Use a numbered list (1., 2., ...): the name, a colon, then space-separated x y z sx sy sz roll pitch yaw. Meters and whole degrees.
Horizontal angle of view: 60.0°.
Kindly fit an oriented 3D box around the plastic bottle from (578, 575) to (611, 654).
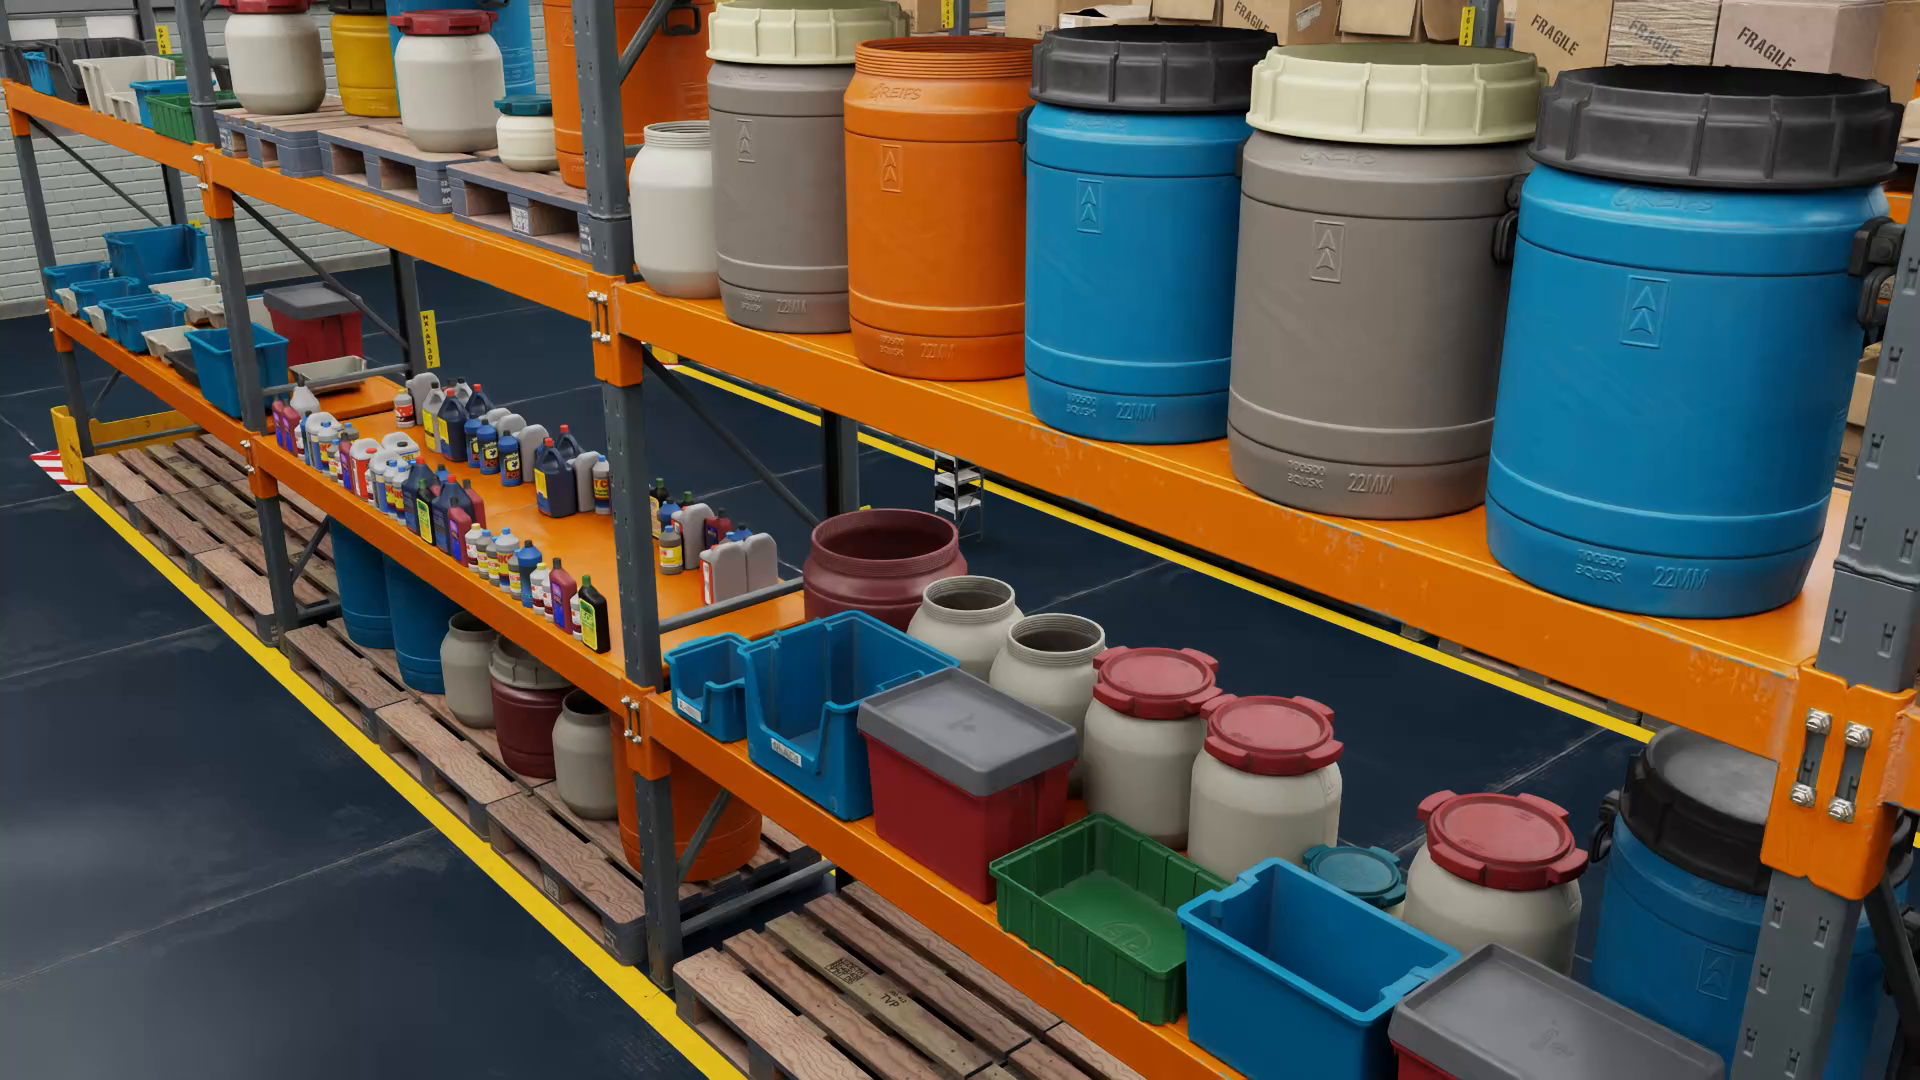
1. plastic bottle: -1.392 0.279 6.318 0.061 0.283 0.133 -17 27 -37

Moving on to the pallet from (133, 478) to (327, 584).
1. pallet: -4.725 -0.103 10.957 1.003 0.211 1.213 -17 27 -37

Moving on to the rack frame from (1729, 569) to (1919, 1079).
1. rack frame: 1.807 1.340 3.449 1.000 3.000 0.127 -17 27 -37

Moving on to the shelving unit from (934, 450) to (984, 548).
1. shelving unit: -0.005 -0.421 10.826 0.258 0.900 0.210 -17 27 -37

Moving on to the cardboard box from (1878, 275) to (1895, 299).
1. cardboard box: 6.860 -1.955 11.726 0.500 0.500 0.500 -17 27 -37

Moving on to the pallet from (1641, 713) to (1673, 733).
1. pallet: 4.249 0.907 8.378 1.003 0.211 1.213 -17 27 -37

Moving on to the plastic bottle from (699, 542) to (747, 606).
1. plastic bottle: -0.957 0.132 6.703 0.152 0.276 0.135 -17 27 -37

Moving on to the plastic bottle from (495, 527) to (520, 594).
1. plastic bottle: -1.858 0.077 6.850 0.097 0.271 0.097 0 21 0

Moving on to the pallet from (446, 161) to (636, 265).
1. pallet: -1.229 -1.308 6.357 1.003 0.211 1.213 -17 27 -37

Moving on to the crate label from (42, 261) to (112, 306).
1. crate label: -6.115 -1.779 11.560 0.416 0.233 0.303 -17 27 -37

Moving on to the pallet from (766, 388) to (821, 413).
1. pallet: -0.901 -1.317 14.056 1.003 0.211 1.213 -17 27 -37

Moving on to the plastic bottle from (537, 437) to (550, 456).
1. plastic bottle: -1.969 -0.360 7.966 0.097 0.271 0.097 0 21 0

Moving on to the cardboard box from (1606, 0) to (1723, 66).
1. cardboard box: 3.388 -2.288 7.777 0.500 0.500 0.500 -17 27 -37

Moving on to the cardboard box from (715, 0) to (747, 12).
1. cardboard box: -1.618 -4.525 13.460 0.700 0.500 0.500 -19 28 -39

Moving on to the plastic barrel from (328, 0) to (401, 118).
1. plastic barrel: -2.666 -2.346 7.914 0.600 0.588 0.600 0 21 0

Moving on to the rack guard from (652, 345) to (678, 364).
1. rack guard: -2.290 -1.997 15.397 1.175 0.500 0.348 -17 27 -37

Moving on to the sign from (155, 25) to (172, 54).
1. sign: -5.620 -3.459 11.732 0.100 0.325 0.005 -17 27 -37

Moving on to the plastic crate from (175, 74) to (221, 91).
1. plastic crate: -4.489 -2.737 10.108 0.437 0.136 0.530 -17 27 -37

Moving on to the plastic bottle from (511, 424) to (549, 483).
1. plastic bottle: -2.106 -0.439 8.162 0.152 0.276 0.135 -17 27 -37

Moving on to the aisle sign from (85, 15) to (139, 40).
1. aisle sign: -5.851 -3.275 11.669 0.394 0.787 0.004 -17 27 -37

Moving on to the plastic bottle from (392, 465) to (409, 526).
1. plastic bottle: -2.527 -0.206 7.574 0.097 0.271 0.097 0 21 0

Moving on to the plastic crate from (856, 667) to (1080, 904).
1. plastic crate: 0.019 0.725 4.934 0.402 0.464 0.583 -17 27 -37

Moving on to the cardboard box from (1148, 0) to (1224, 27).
1. cardboard box: 1.598 -3.144 10.067 0.797 0.503 0.637 -18 28 -38

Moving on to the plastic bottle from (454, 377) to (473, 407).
1. plastic bottle: -2.567 -0.671 8.652 0.144 0.351 0.185 -17 27 -37

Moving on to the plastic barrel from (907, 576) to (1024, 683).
1. plastic barrel: 0.029 0.416 5.655 0.421 0.512 0.421 0 21 0

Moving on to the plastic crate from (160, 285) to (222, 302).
1. plastic crate: -5.179 -1.615 11.273 0.396 0.136 0.243 -17 27 -37

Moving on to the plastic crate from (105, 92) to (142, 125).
1. plastic crate: -4.534 -2.405 9.259 0.293 0.136 0.466 -17 27 -37

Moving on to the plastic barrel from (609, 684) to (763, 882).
1. plastic barrel: -1.137 0.919 6.925 0.600 0.830 0.708 -17 27 -37

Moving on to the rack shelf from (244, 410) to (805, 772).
1. rack shelf: -2.110 0.017 7.813 1.077 0.370 4.000 -17 27 -37

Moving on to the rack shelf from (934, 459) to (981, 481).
1. rack shelf: -0.005 -0.474 10.805 0.258 0.077 0.200 -17 27 -37

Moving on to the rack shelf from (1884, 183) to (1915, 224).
1. rack shelf: 4.253 -1.453 7.455 1.077 0.370 4.000 -17 27 -37

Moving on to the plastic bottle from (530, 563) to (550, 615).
1. plastic bottle: -1.667 0.190 6.657 0.097 0.201 0.097 0 21 0

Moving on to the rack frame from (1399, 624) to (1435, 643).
1. rack frame: 2.948 -0.944 9.281 1.000 3.000 0.127 -17 27 -37

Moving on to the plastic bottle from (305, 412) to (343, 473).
1. plastic bottle: -3.163 -0.493 8.299 0.152 0.276 0.135 -17 27 -37

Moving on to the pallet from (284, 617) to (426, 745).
1. pallet: -2.943 0.651 9.032 1.003 0.211 1.213 -17 27 -37

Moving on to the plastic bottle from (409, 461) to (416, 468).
1. plastic bottle: -2.564 -0.274 7.843 0.097 0.201 0.097 0 21 0

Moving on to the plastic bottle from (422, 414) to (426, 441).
1. plastic bottle: -2.757 -0.610 8.701 0.097 0.201 0.097 0 21 0

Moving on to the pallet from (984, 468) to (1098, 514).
1. pallet: 0.898 -0.556 12.113 1.003 0.211 1.213 -17 27 -37

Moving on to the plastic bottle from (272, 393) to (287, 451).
1. plastic bottle: -3.499 -0.613 8.596 0.061 0.283 0.133 -17 27 -37

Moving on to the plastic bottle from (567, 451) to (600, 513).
1. plastic bottle: -1.747 -0.287 7.774 0.152 0.276 0.135 -17 27 -37

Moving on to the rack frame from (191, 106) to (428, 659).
1. rack frame: -3.415 -0.870 9.093 1.000 3.000 0.127 -17 27 -37

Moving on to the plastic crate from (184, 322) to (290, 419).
1. plastic crate: -3.978 -0.938 9.207 0.392 0.384 0.575 -17 27 -37

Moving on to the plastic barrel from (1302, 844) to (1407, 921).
1. plastic barrel: 1.059 1.002 4.502 0.301 0.262 0.301 0 21 0

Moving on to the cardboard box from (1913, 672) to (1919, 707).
1. cardboard box: 4.512 0.655 8.024 0.500 0.500 0.700 20 29 41

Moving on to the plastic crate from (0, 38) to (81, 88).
1. plastic crate: -5.986 -3.138 10.950 0.497 0.269 0.590 -17 27 -37

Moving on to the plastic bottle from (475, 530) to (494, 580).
1. plastic bottle: -1.985 0.056 7.001 0.097 0.201 0.097 0 21 0

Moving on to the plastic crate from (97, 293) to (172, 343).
1. plastic crate: -5.255 -1.415 10.631 0.416 0.233 0.300 -17 27 -37

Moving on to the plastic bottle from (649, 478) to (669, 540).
1. plastic bottle: -1.347 -0.147 7.405 0.061 0.283 0.133 -17 27 -37

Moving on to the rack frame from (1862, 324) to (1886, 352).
1. rack frame: 6.771 -2.097 12.225 1.000 3.000 0.127 -17 27 -37

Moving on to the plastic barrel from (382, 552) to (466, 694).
1. plastic barrel: -2.611 0.261 8.505 0.600 0.901 0.708 -17 27 -37

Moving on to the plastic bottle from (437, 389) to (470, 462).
1. plastic bottle: -2.556 -0.586 8.434 0.144 0.351 0.185 -17 27 -37

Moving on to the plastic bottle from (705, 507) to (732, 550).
1. plastic bottle: -1.022 -0.009 7.054 0.061 0.283 0.133 -17 27 -37

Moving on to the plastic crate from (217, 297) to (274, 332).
1. plastic crate: -4.272 -1.309 10.292 0.437 0.282 0.530 -17 27 -37

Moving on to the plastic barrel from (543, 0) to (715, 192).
1. plastic barrel: -1.173 -1.715 5.971 0.600 0.830 0.708 -17 27 -37

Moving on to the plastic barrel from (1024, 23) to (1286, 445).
1. plastic barrel: 0.457 -0.740 3.960 0.600 0.901 0.708 -17 27 -37
